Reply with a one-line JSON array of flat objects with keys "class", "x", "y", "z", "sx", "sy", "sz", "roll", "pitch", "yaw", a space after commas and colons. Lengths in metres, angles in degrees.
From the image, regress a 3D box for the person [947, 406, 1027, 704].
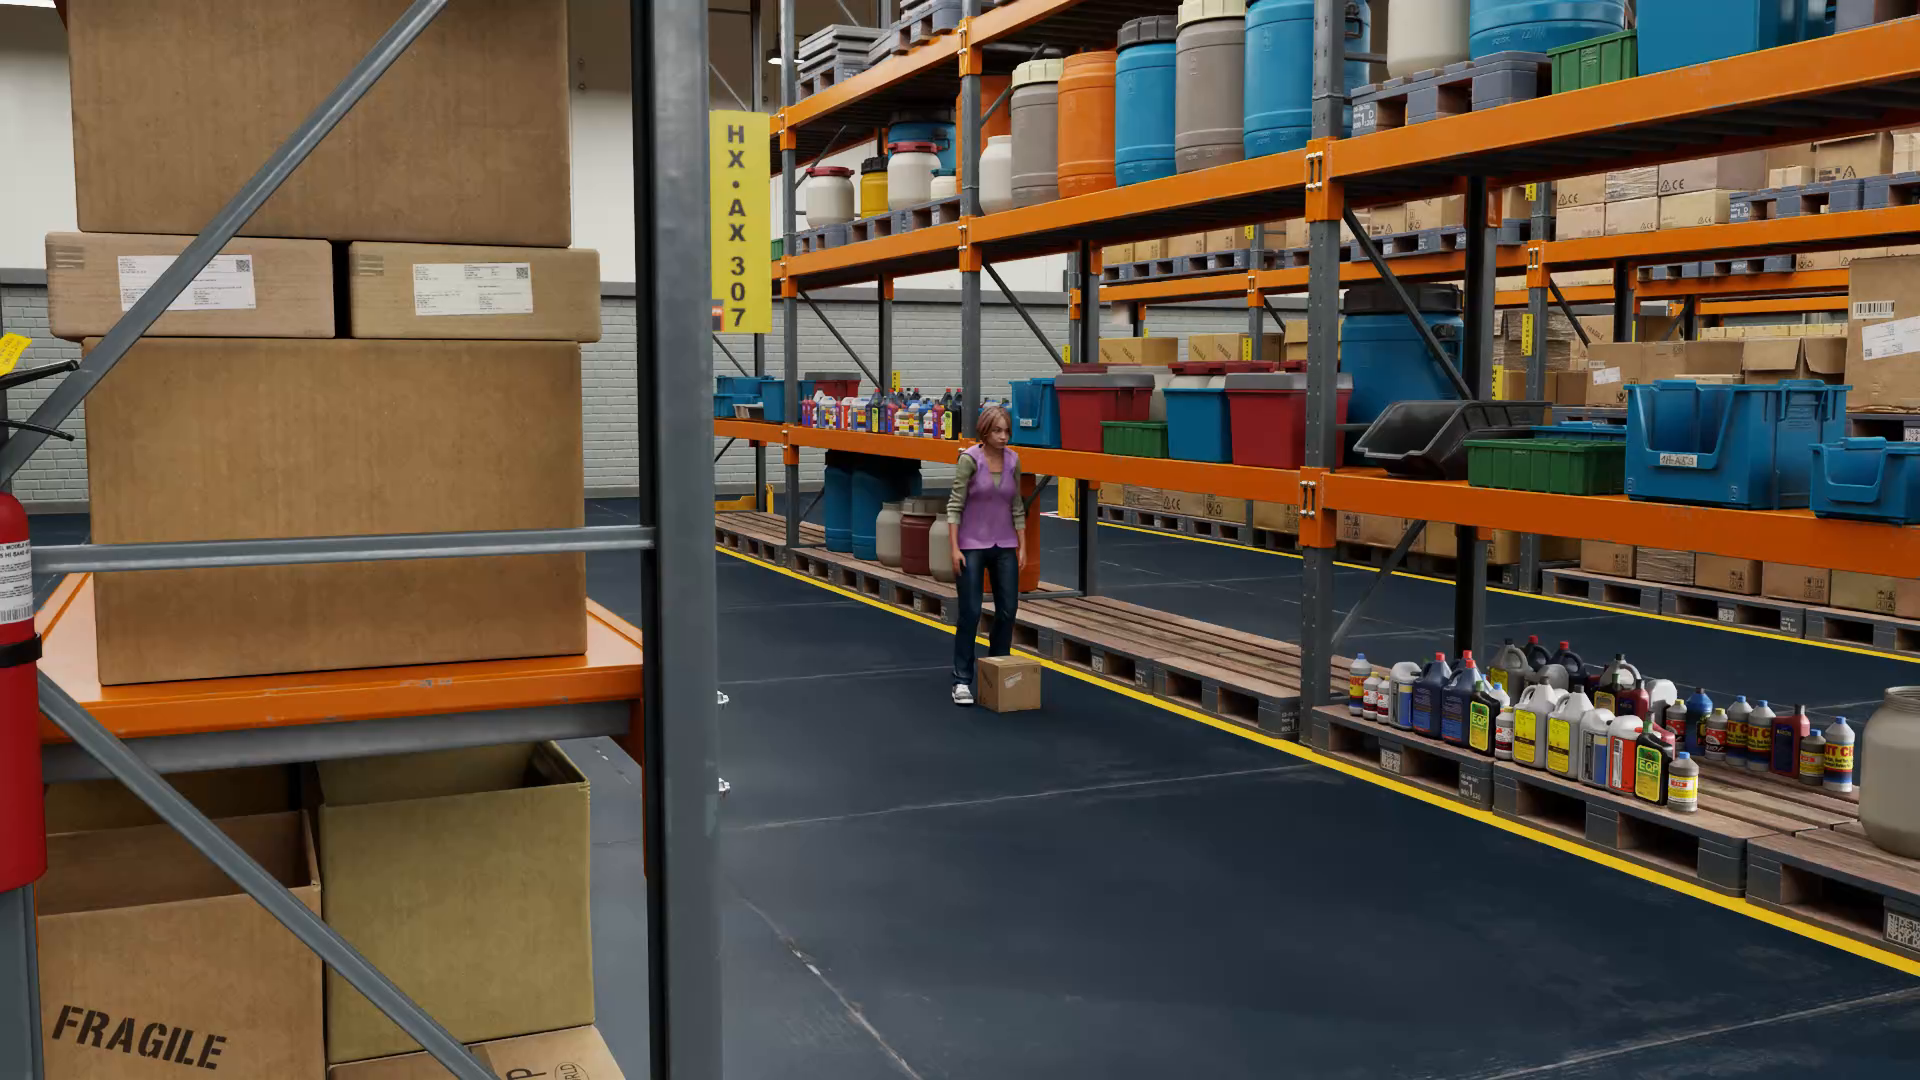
[{"class": "person", "x": 0.152, "y": 0.072, "z": 8.979, "sx": 0.459, "sy": 1.593, "sz": 0.347, "roll": -2, "pitch": 6, "yaw": -24}]
